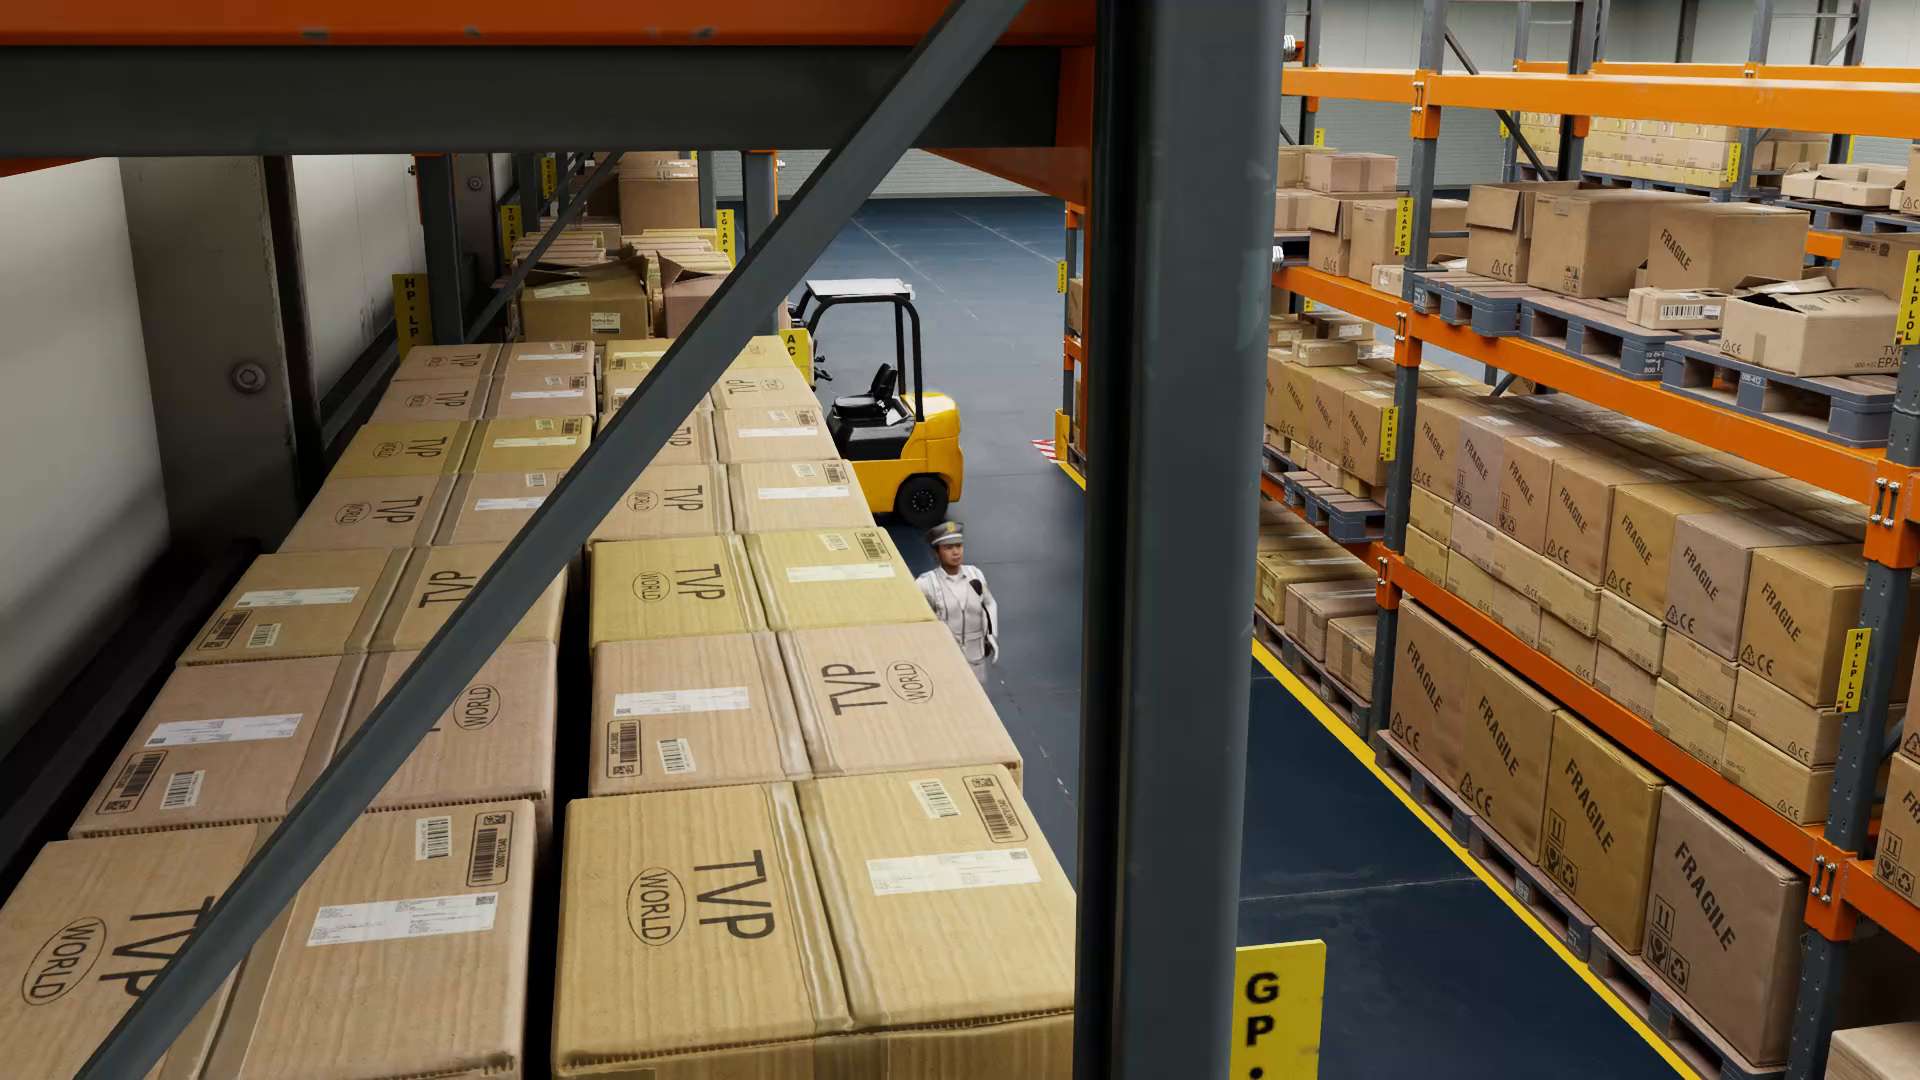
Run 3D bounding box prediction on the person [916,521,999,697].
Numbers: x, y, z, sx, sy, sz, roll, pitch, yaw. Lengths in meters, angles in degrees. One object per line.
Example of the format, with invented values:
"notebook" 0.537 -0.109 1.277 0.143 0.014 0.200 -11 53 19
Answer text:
"person" -0.007 0.706 9.618 0.631 1.665 0.682 -6 18 -20
